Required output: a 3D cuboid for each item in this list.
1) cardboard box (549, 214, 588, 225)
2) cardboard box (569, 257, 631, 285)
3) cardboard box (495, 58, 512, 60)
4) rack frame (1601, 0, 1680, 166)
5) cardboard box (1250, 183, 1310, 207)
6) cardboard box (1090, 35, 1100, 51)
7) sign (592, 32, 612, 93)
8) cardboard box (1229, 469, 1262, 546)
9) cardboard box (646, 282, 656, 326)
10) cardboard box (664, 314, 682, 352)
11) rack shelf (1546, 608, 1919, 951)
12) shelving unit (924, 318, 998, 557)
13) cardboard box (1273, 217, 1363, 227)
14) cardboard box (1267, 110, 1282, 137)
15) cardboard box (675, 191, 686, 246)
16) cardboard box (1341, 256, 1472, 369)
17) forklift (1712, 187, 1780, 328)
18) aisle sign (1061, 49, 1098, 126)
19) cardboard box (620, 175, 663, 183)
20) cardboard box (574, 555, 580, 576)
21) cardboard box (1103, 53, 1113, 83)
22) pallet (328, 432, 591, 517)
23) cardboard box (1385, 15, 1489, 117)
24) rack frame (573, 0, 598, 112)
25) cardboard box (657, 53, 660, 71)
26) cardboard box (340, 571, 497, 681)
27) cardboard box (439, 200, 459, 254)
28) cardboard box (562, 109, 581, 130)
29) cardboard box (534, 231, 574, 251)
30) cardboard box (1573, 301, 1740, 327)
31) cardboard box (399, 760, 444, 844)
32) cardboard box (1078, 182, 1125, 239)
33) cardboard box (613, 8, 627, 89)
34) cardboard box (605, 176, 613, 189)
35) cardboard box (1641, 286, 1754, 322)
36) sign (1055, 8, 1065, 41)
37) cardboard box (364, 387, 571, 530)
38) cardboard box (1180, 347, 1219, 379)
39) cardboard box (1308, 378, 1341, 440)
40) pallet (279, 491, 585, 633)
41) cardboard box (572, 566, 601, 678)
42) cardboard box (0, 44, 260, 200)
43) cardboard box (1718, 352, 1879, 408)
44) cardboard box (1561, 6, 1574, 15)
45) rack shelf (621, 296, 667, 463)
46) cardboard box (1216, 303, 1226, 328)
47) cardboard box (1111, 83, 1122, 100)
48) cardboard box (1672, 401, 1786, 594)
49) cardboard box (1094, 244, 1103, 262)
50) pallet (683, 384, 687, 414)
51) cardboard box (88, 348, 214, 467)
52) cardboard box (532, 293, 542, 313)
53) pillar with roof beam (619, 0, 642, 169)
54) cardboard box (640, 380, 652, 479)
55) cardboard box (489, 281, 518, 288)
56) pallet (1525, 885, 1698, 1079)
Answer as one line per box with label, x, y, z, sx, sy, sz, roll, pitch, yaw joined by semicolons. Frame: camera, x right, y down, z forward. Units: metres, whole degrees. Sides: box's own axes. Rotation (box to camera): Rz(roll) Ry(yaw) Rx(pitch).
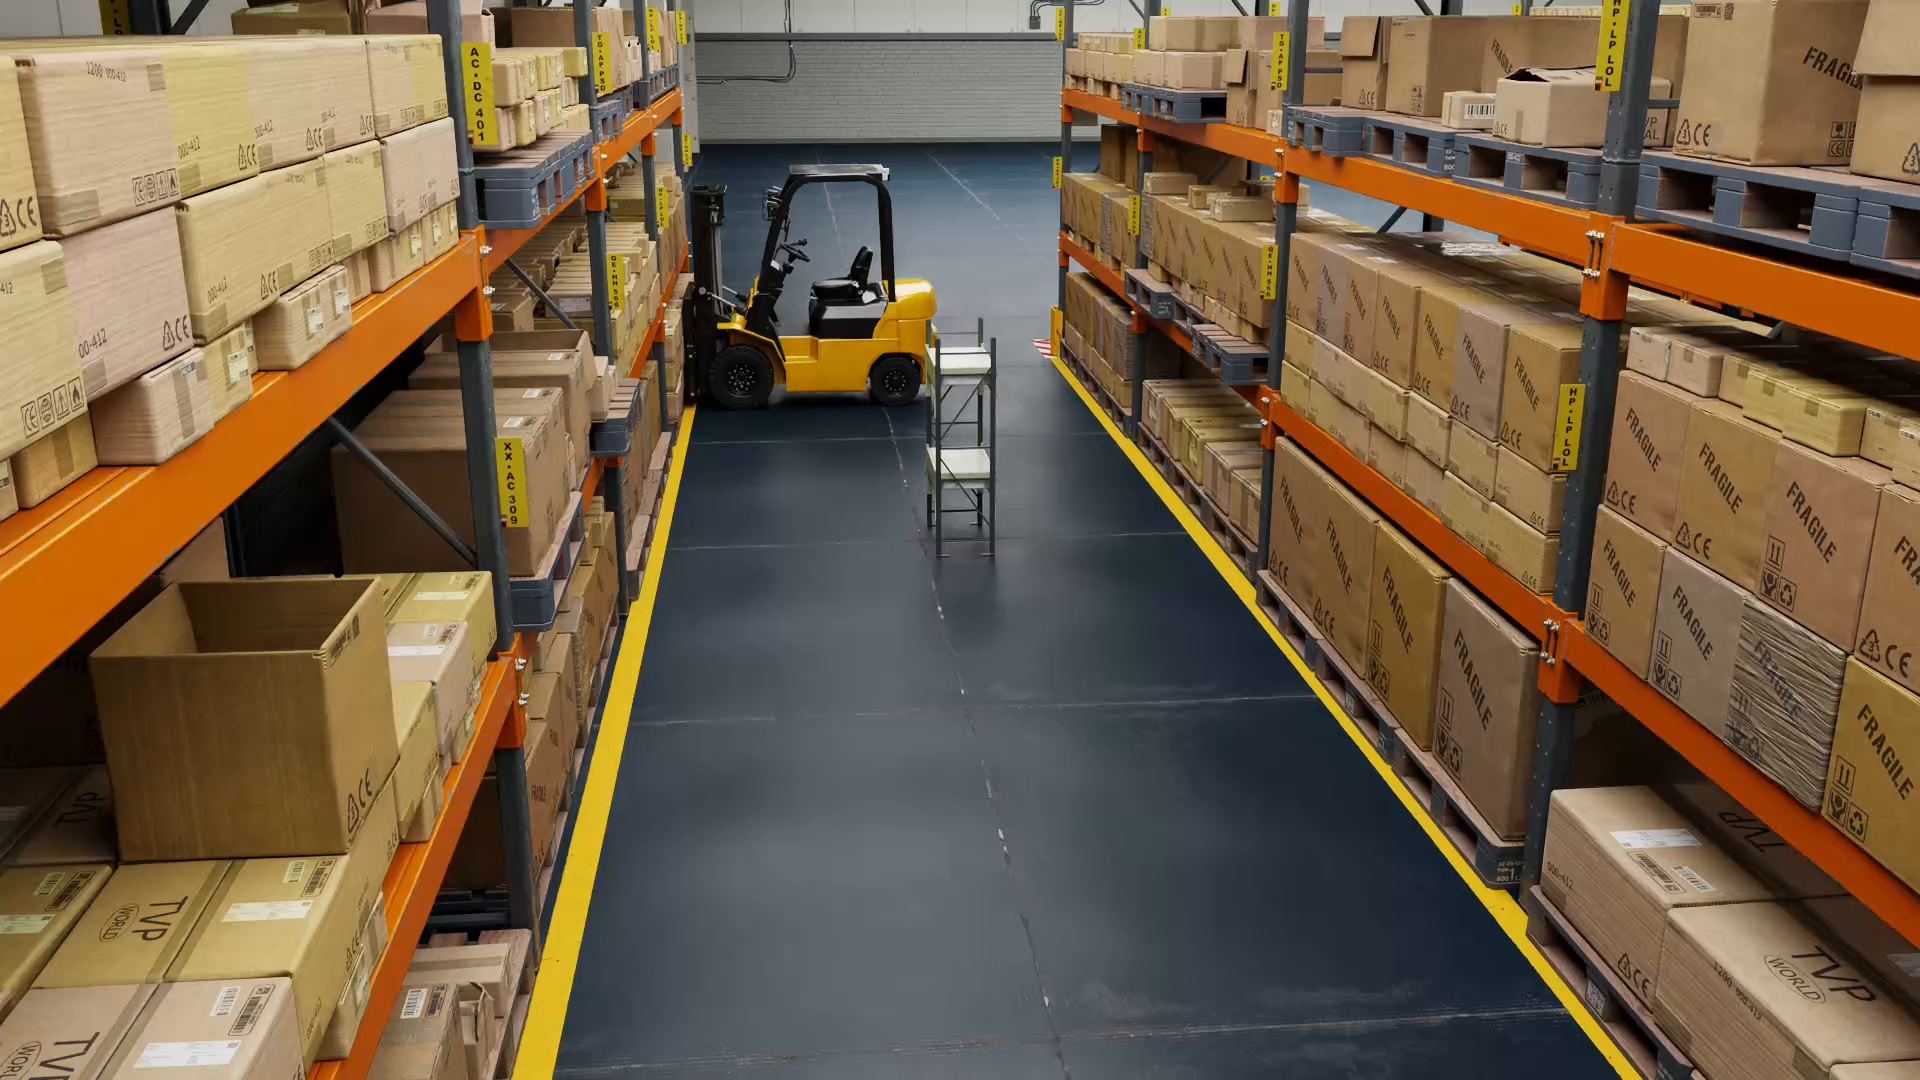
cardboard box;-3.238;-2.599;13.697;0.380;0.149;0.250;-2;18;-6
cardboard box;-2.420;-1.807;11.176;0.380;0.149;0.250;-1;17;-4
cardboard box;-1.817;-1.651;5.976;0.380;0.149;0.250;-1;17;-5
rack frame;2.813;-2.787;5.531;1.000;3.000;0.127;-2;18;-6
cardboard box;2.396;-2.591;12.475;0.380;0.149;0.250;-3;18;-8
cardboard box;1.434;-4.700;15.720;0.380;0.149;0.250;-1;17;-4
sign;-1.996;-2.656;9.258;0.100;0.325;0.005;-2;18;-6
cardboard box;2.352;-0.232;11.093;0.950;0.372;0.625;-3;18;-9
cardboard box;-2.579;-1.790;12.623;0.500;0.250;0.500;-2;18;-6
cardboard box;-2.729;-1.826;14.705;0.500;0.250;0.500;-2;18;-6
rack shelf;3.019;1.014;4.639;1.077;0.370;4.000;-2;18;-6
shelving unit;-0.001;-0.718;11.459;0.431;1.500;0.755;-2;18;-6
cardboard box;2.462;-1.961;11.550;0.500;0.500;0.500;-1;17;-5
cardboard box;2.125;-2.589;10.327;0.380;0.149;0.250;-2;18;-6
cardboard box;-3.050;-3.255;16.869;0.500;0.500;0.500;-2;18;-7
cardboard box;2.307;-1.184;8.606;0.500;0.500;0.500;-1;17;-4
forklift;5.031;-1.066;10.178;1.130;2.935;3.031;-1;17;-3
aisle sign;1.261;-4.749;17.456;0.394;0.787;0.004;-2;18;-6
cardboard box;-2.951;-3.287;15.394;0.380;0.149;0.250;-2;17;-5
cardboard box;-2.209;0.100;8.738;0.380;0.149;0.250;-1;17;-4
cardboard box;1.583;-4.236;14.907;0.500;0.250;0.500;-2;18;-7
pallet;-2.331;-0.291;7.917;1.003;0.211;1.213;-2;18;-6
cardboard box;2.692;-2.506;8.777;0.700;0.500;0.500;-3;18;-8
rack frame;-2.536;-3.824;8.835;1.000;3.000;0.127;-2;18;-6
cardboard box;-2.772;-4.085;14.225;0.380;0.149;0.250;-1;17;-4
cardboard box;-1.829;0.304;5.456;0.500;0.250;0.500;-1;17;-4
cardboard box;-1.793;-0.983;5.213;0.380;0.149;0.250;-2;18;-6
cardboard box;-2.189;-2.026;8.366;0.500;0.250;0.500;-2;18;-5
cardboard box;-3.126;-2.243;12.565;0.380;0.149;0.250;-2;18;-6
cardboard box;2.974;-0.740;7.190;0.500;0.500;0.500;-2;18;-6
cardboard box;-1.686;0.745;4.717;0.380;0.149;0.250;-2;18;-6
cardboard box;1.459;-3.234;16.306;0.500;0.500;0.500;-2;18;-7
cardboard box;-2.474;-3.215;10.868;0.500;0.500;0.500;-1;17;-4
cardboard box;-3.408;-3.276;15.358;0.380;0.149;0.250;-2;18;-5
cardboard box;6.906;-1.867;15.463;0.875;0.875;0.875;-2;17;-5
sign;1.036;-5.331;17.183;0.100;0.325;0.005;-2;18;-6
cardboard box;-2.005;-0.324;6.832;0.700;0.500;0.500;-2;17;-5
cardboard box;2.196;-1.738;14.844;0.500;0.500;0.500;-1;17;-3
cardboard box;2.271;-0.739;9.273;0.500;0.250;0.500;-2;18;-7
pallet;-2.098;0.080;6.735;1.003;0.211;1.213;-2;18;-6
cardboard box;-2.181;0.455;8.692;0.500;0.500;0.500;-1;17;-3
cardboard box;-1.606;-0.760;3.001;0.500;0.250;0.500;-2;18;-6
cardboard box;2.698;-0.506;5.362;0.380;0.149;0.250;-2;18;-6
cardboard box;6.283;-5.287;16.722;0.380;0.149;0.250;-2;17;-5
rack shelf;-2.743;-1.215;11.739;1.077;0.370;4.000;-2;18;-6
cardboard box;1.944;-1.514;11.209;0.380;0.149;0.250;-3;18;-8
cardboard box;1.560;-4.011;14.857;0.380;0.149;0.250;-1;17;-4
cardboard box;2.667;-0.149;5.309;0.500;0.500;0.500;-2;18;-6
cardboard box;1.484;-2.730;15.784;0.380;0.149;0.250;-2;18;-5
pallet;-3.118;-1.426;15.866;1.003;0.211;1.213;-2;18;-6
cardboard box;-1.499;-0.224;2.793;0.380;0.149;0.250;-1;17;-4
cardboard box;-2.914;-1.406;10.565;0.500;0.250;0.500;-2;18;-5
pillar with roof beam;-1.142;-9.681;27.489;9.100;9.000;0.400;-2;18;-6
cardboard box;-2.812;-0.834;12.591;0.875;0.625;0.625;-2;18;-6
cardboard box;-2.909;-1.484;10.147;0.380;0.149;0.250;-1;17;-4
pallet;2.814;1.635;6.117;1.003;0.211;1.213;-2;18;-6
